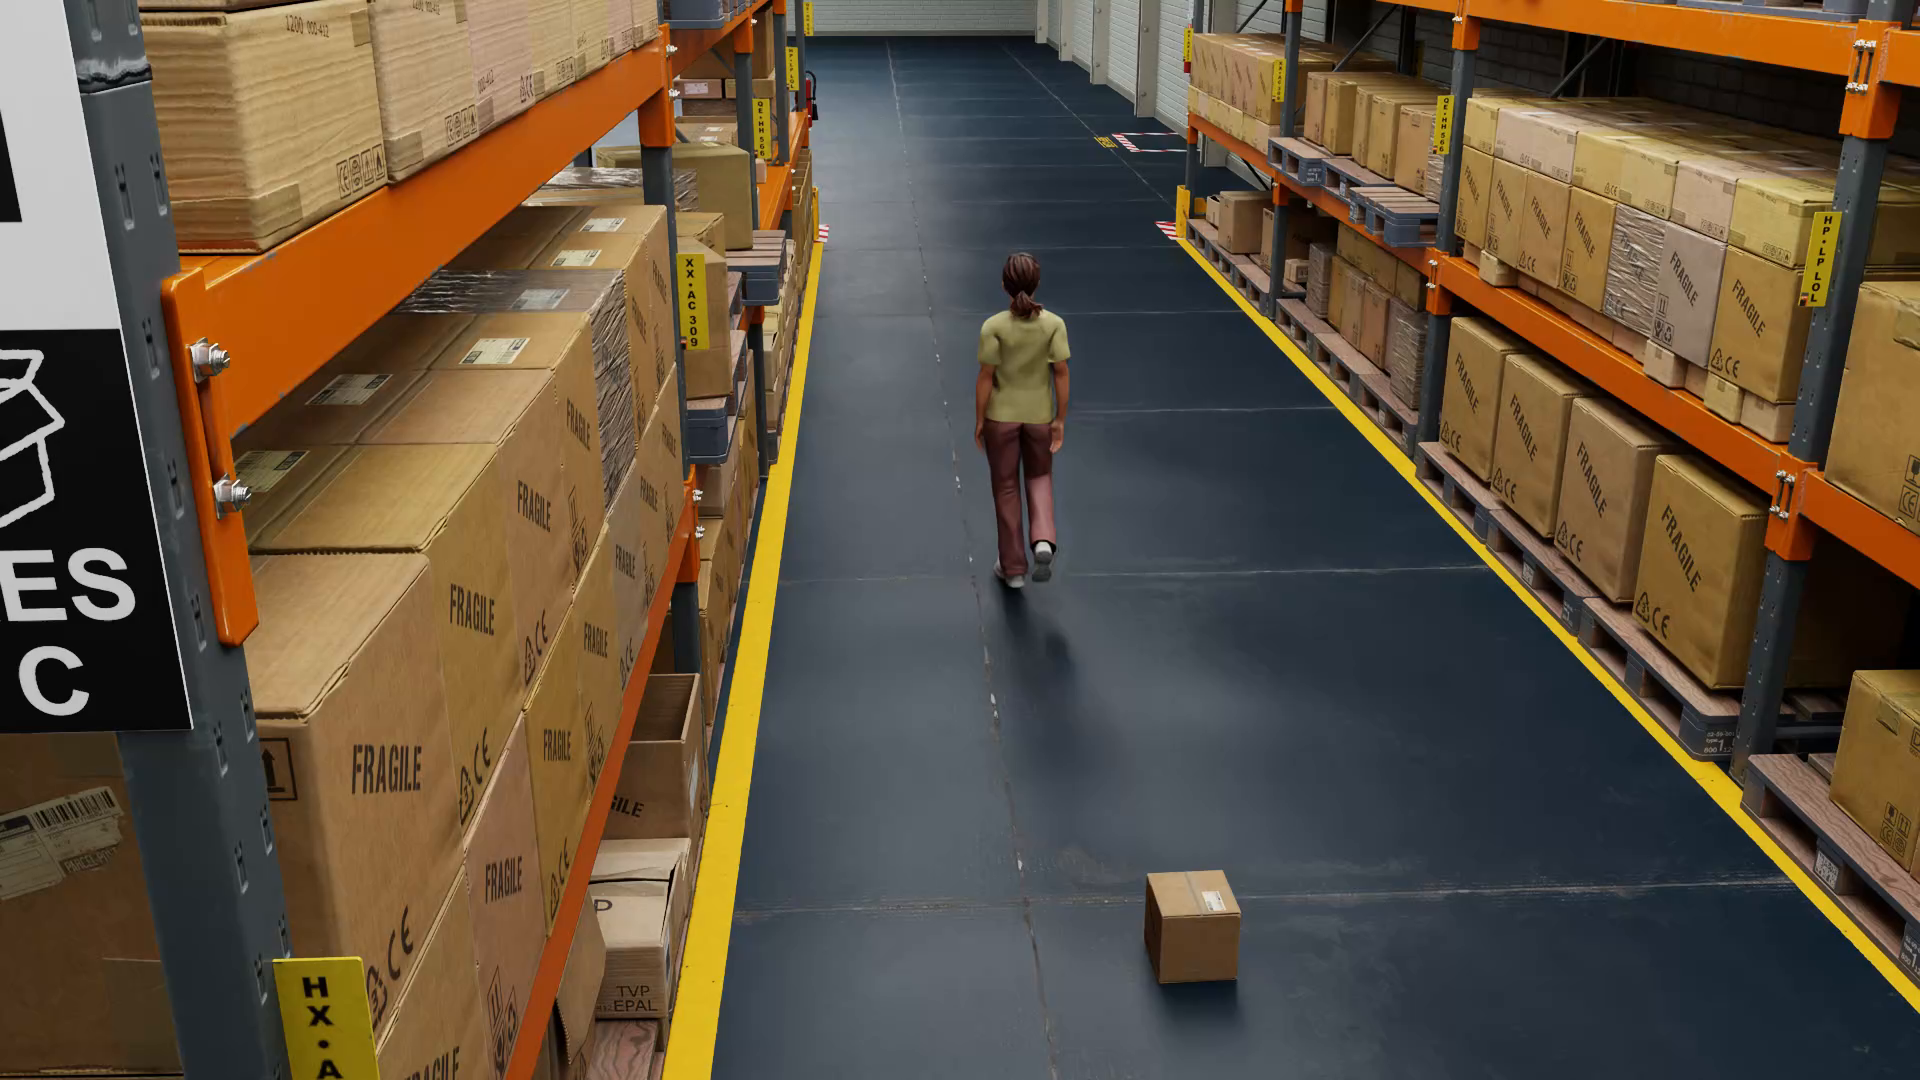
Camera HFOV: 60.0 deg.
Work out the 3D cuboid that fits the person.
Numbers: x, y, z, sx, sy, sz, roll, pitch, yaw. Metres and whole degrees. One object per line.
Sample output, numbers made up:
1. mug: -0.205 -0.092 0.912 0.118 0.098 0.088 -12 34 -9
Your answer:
1. person: 0.291 -0.554 8.026 0.445 1.644 0.484 -4 21 -10
